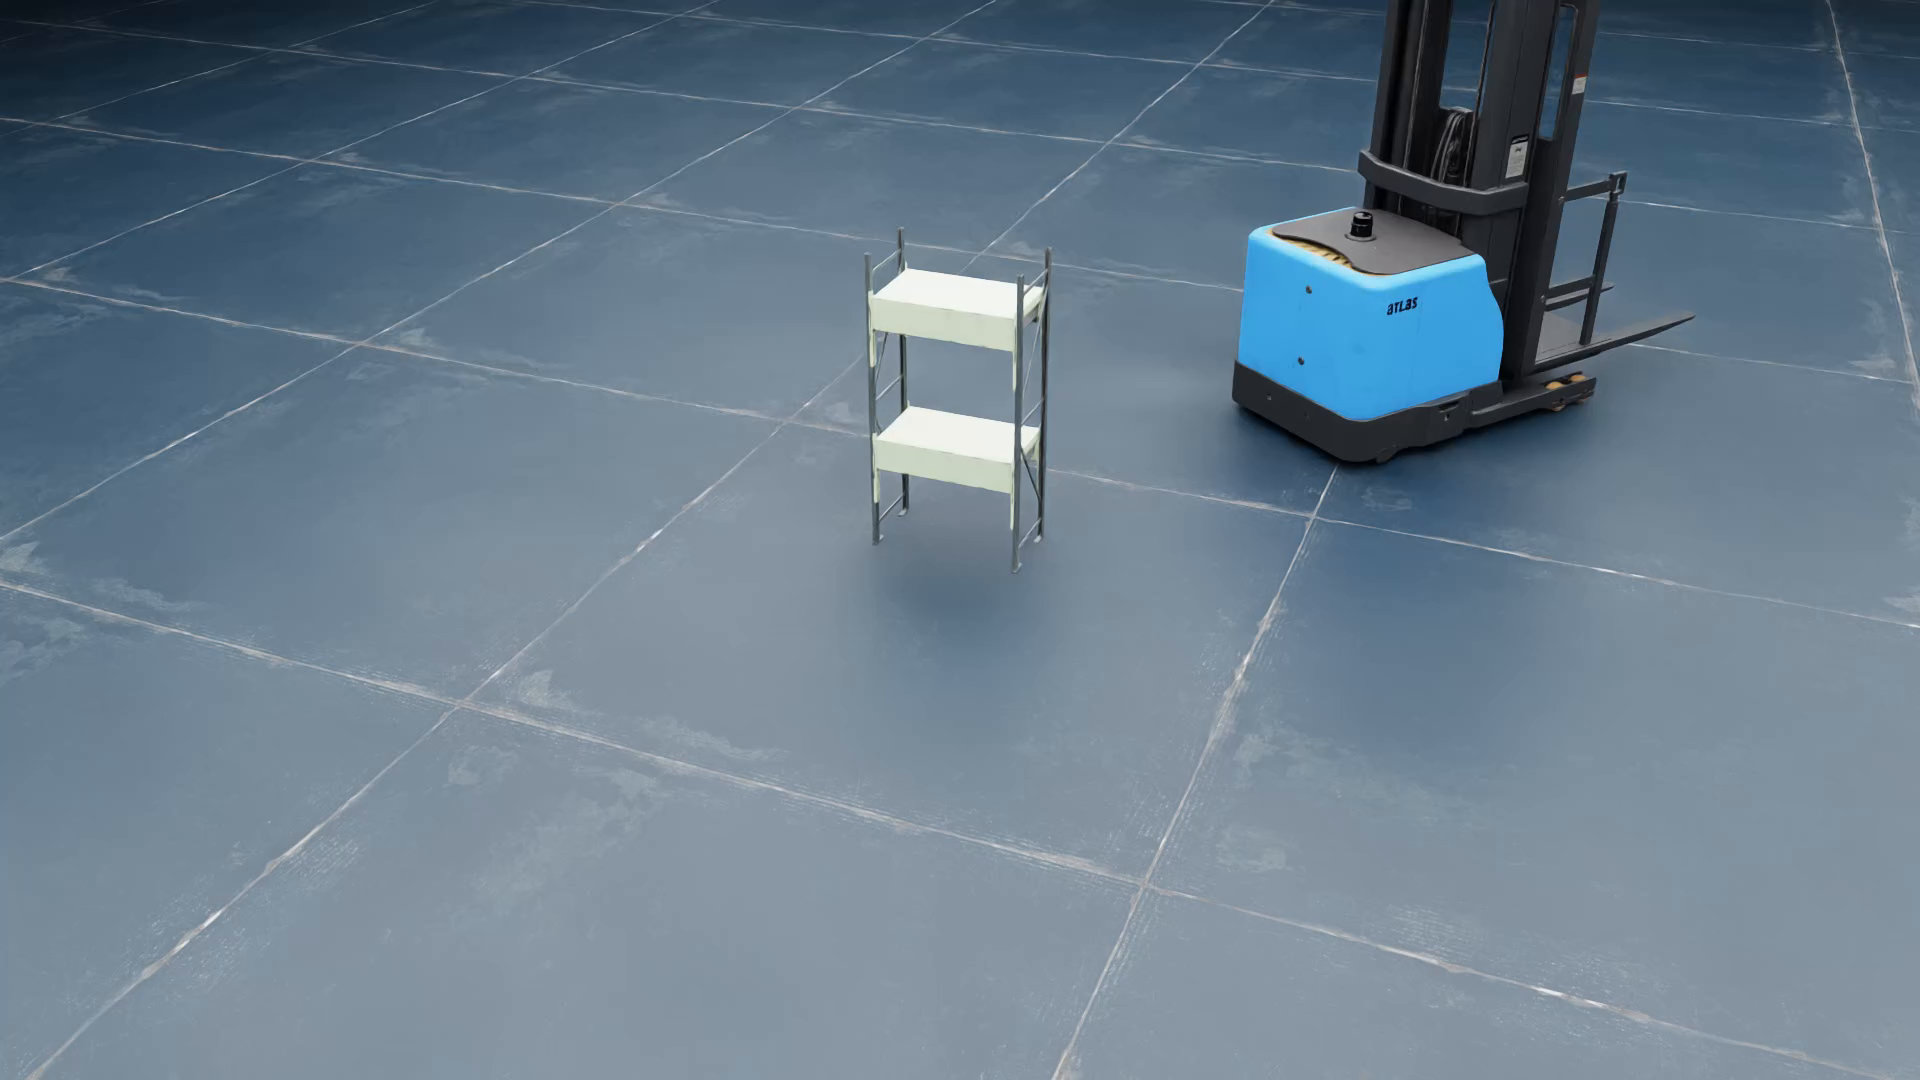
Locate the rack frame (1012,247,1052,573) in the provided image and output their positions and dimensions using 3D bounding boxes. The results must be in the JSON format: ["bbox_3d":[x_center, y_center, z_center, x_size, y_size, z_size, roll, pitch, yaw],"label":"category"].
[{"bbox_3d":[0.333,-0.586,7.763,0.023,1.500,0.400,11,31,19],"label":"rack frame"}]

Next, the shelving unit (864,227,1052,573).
[{"bbox_3d":[-0.006,-0.654,7.883,0.755,1.500,0.431,11,31,19],"label":"shelving unit"}]

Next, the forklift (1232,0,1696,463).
[{"bbox_3d":[3.083,-2.219,9.198,3.031,2.935,1.130,-17,34,-27],"label":"forklift"}]

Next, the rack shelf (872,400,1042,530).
[{"bbox_3d":[-0.006,-0.370,8.044,0.720,0.370,0.431,11,31,19],"label":"rack shelf"}]

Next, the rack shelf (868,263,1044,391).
[{"bbox_3d":[-0.006,-0.994,7.691,0.720,0.370,0.431,11,31,19],"label":"rack shelf"}]

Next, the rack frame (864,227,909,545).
[{"bbox_3d":[-0.345,-0.722,8.003,0.023,1.500,0.400,11,31,19],"label":"rack frame"}]
